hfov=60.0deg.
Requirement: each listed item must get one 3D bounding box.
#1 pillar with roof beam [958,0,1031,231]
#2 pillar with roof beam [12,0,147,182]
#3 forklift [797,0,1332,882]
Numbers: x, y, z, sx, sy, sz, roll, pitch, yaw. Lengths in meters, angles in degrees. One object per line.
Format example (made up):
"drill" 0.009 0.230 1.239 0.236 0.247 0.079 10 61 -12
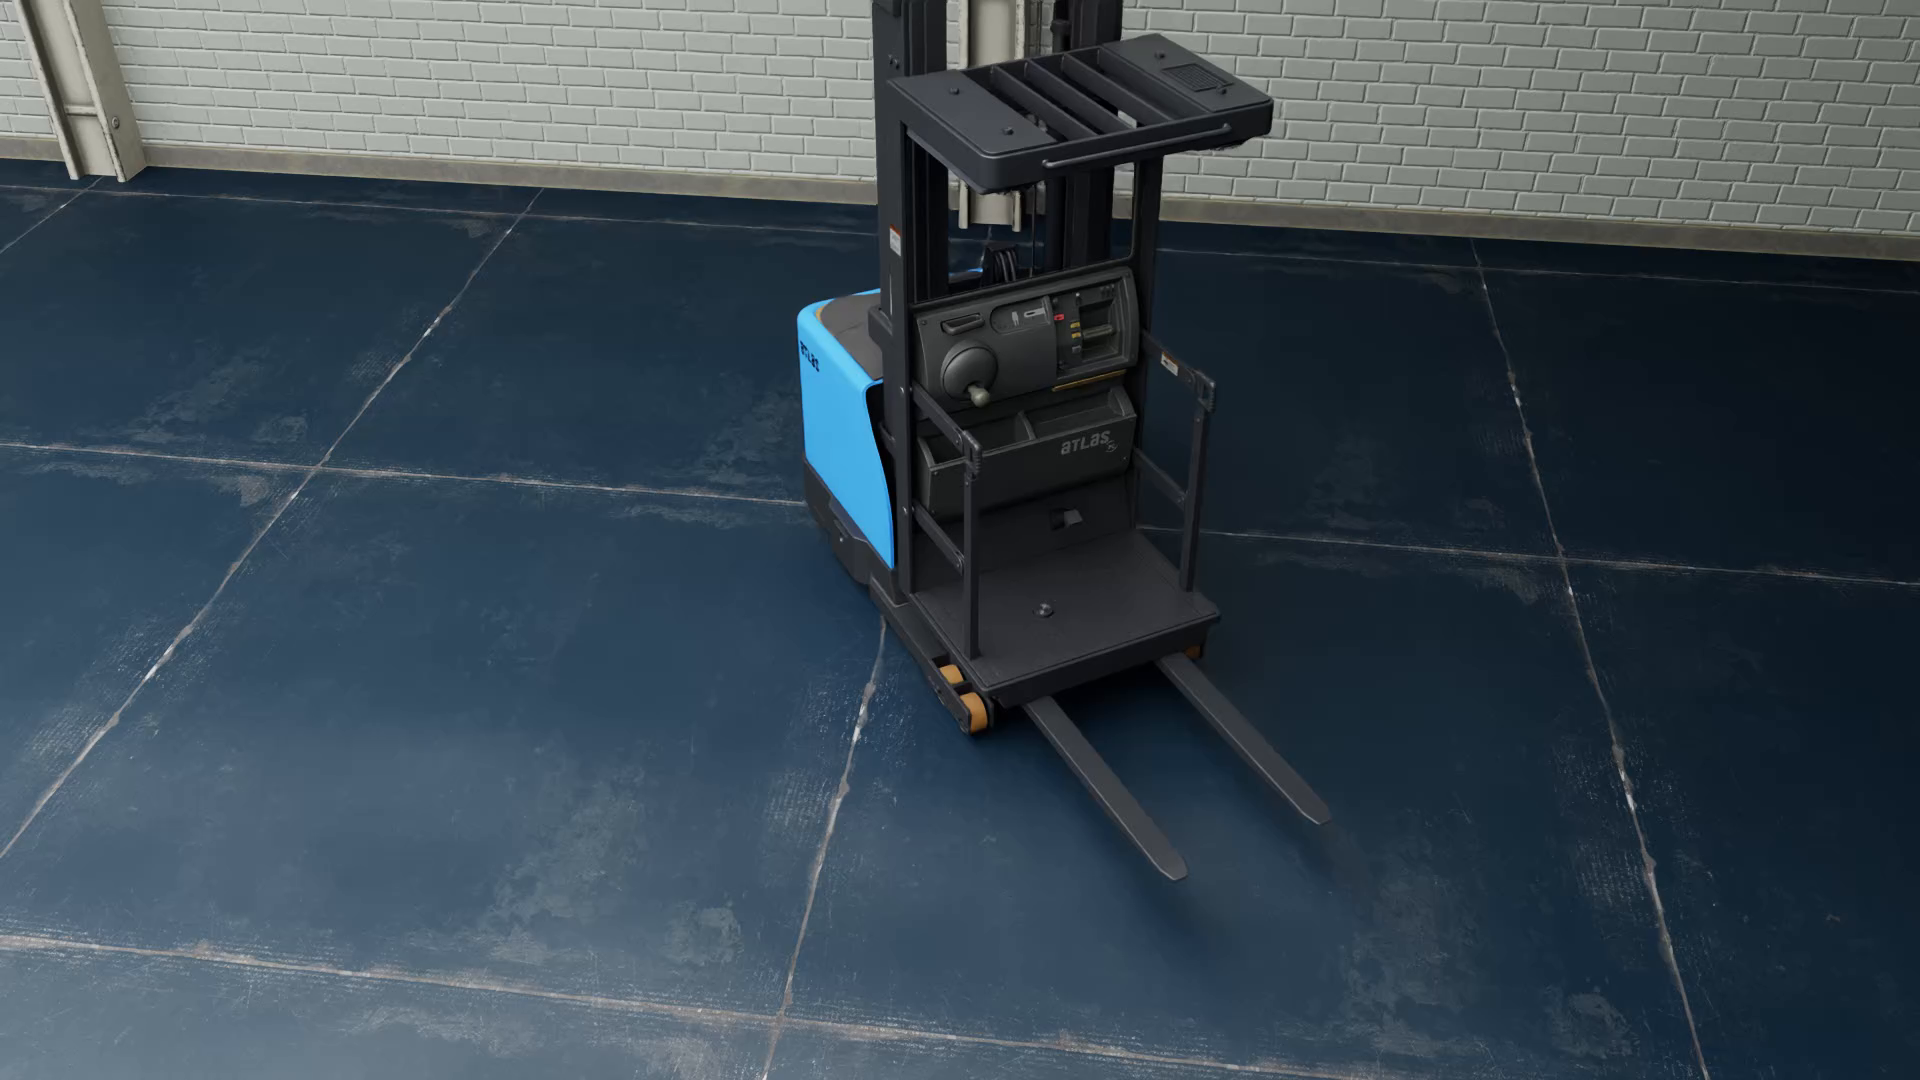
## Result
"pillar with roof beam" -0.342 -3.231 4.530 0.400 9.000 9.100 4 36 6
"pillar with roof beam" -6.293 -3.675 5.152 0.400 9.000 9.100 4 36 6
"forklift" 0.367 -0.712 6.224 1.130 2.935 3.031 -16 39 -21
